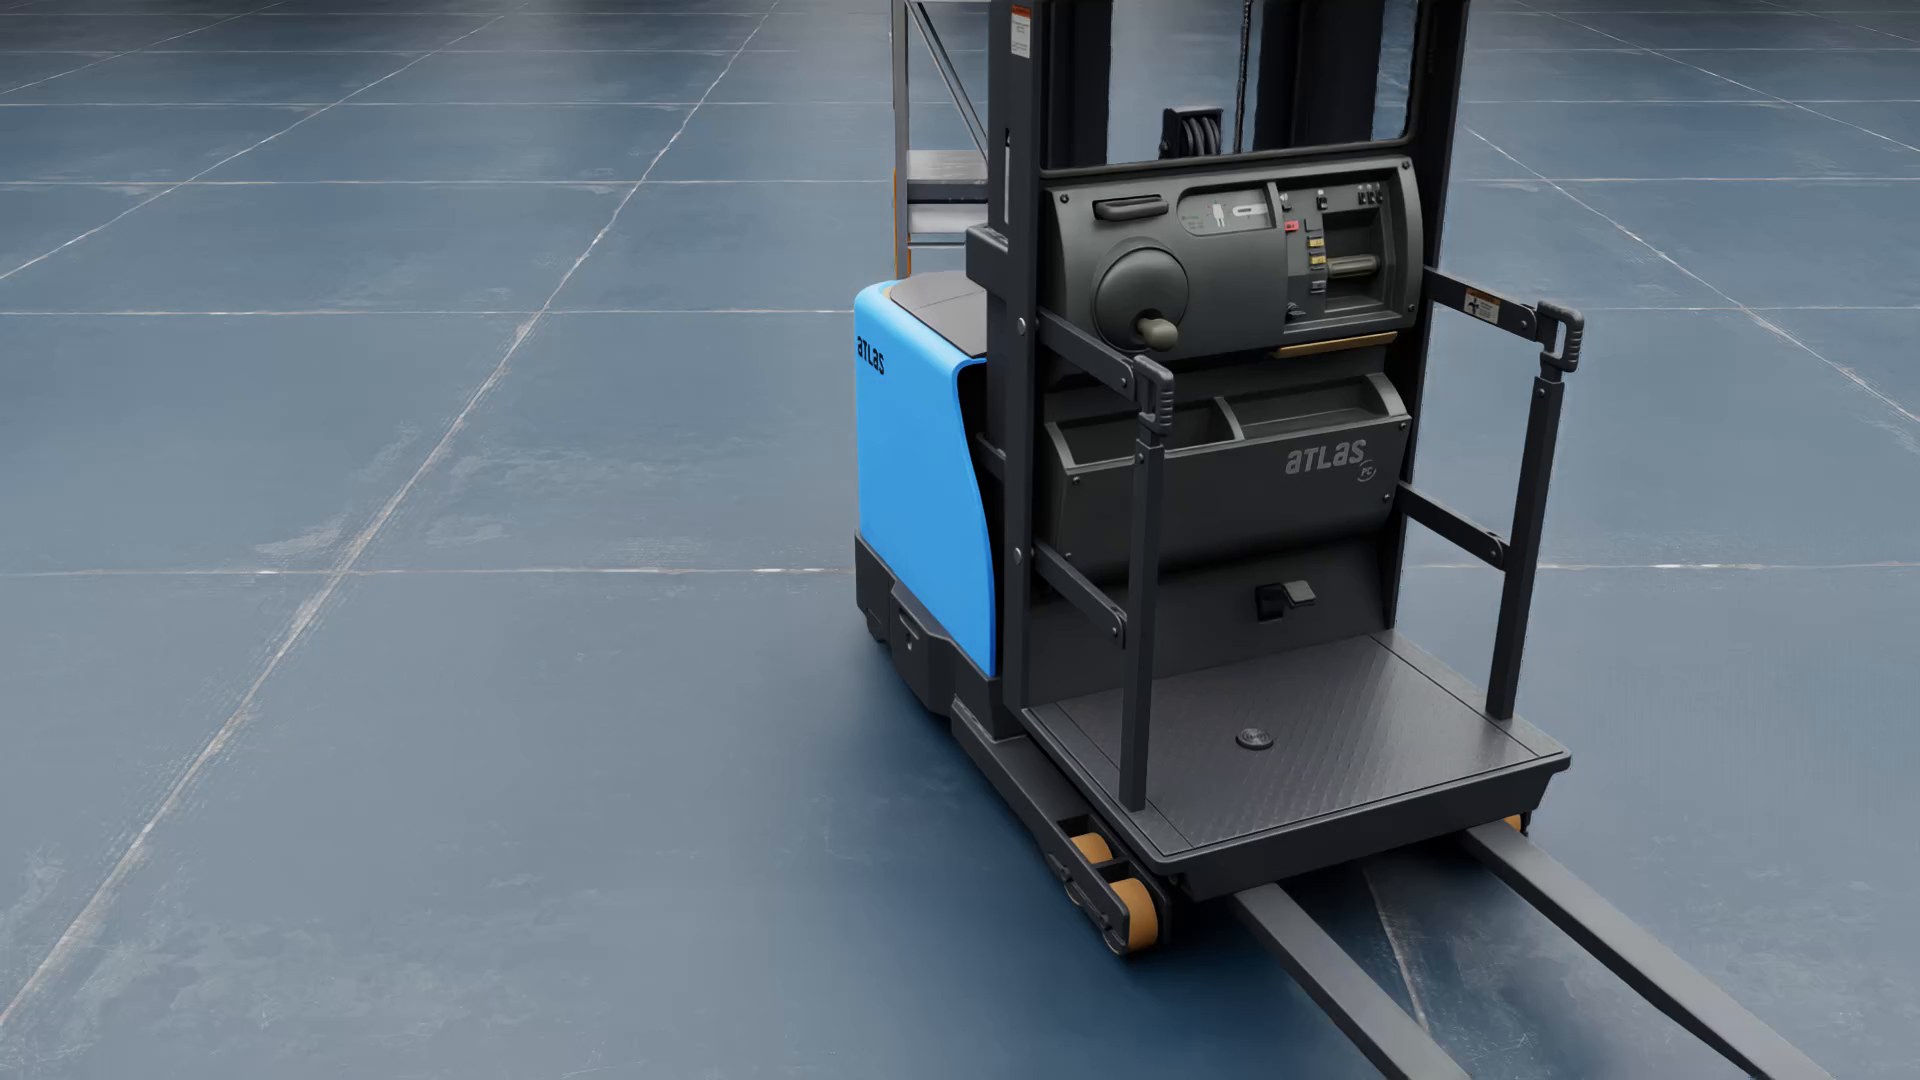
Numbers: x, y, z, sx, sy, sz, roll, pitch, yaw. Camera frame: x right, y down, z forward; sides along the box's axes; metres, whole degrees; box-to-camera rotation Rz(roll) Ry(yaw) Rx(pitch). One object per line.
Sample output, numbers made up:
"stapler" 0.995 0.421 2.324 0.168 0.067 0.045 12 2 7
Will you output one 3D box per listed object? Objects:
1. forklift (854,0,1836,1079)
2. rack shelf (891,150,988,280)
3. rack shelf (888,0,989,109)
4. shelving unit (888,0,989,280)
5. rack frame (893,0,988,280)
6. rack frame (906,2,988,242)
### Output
"forklift" 0.722 -0.613 3.548 1.130 2.935 3.031 -10 26 -21
"rack shelf" -0.002 -1.012 5.474 0.431 0.518 0.480 0 24 -1
"rack shelf" -0.002 -1.650 5.185 0.431 0.518 0.480 0 24 -1
"shelving unit" -0.002 -1.025 5.468 0.431 2.100 0.503 0 24 -1
"rack frame" 0.001 -0.924 5.246 0.400 2.100 0.015 0 24 -1
"rack frame" -0.004 -1.125 5.690 0.400 2.100 0.015 0 24 -1
